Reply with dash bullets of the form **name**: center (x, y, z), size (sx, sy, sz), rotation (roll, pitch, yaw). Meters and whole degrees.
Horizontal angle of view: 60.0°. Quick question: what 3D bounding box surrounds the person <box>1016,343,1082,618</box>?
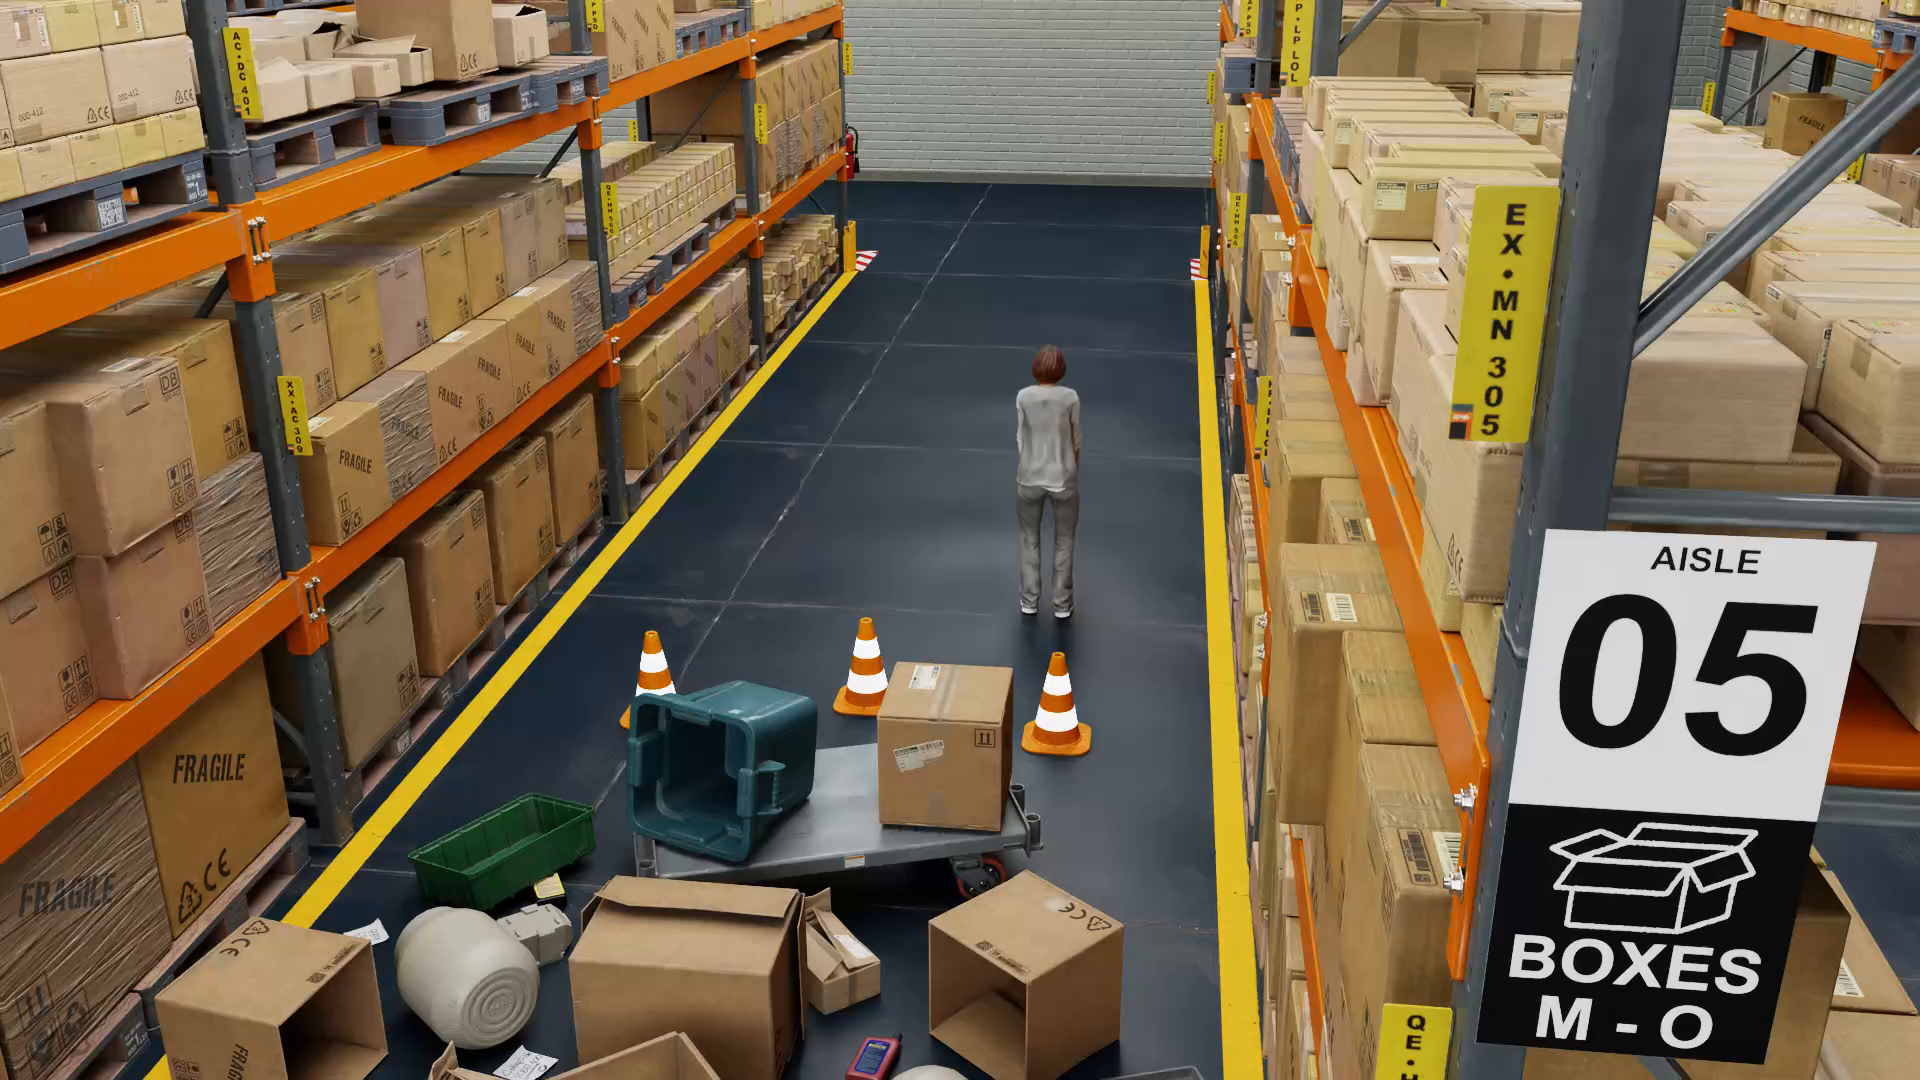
- **person**: center (0.500, -0.347, 9.493), size (0.374, 1.594, 0.513), rotation (2, 22, 5)
